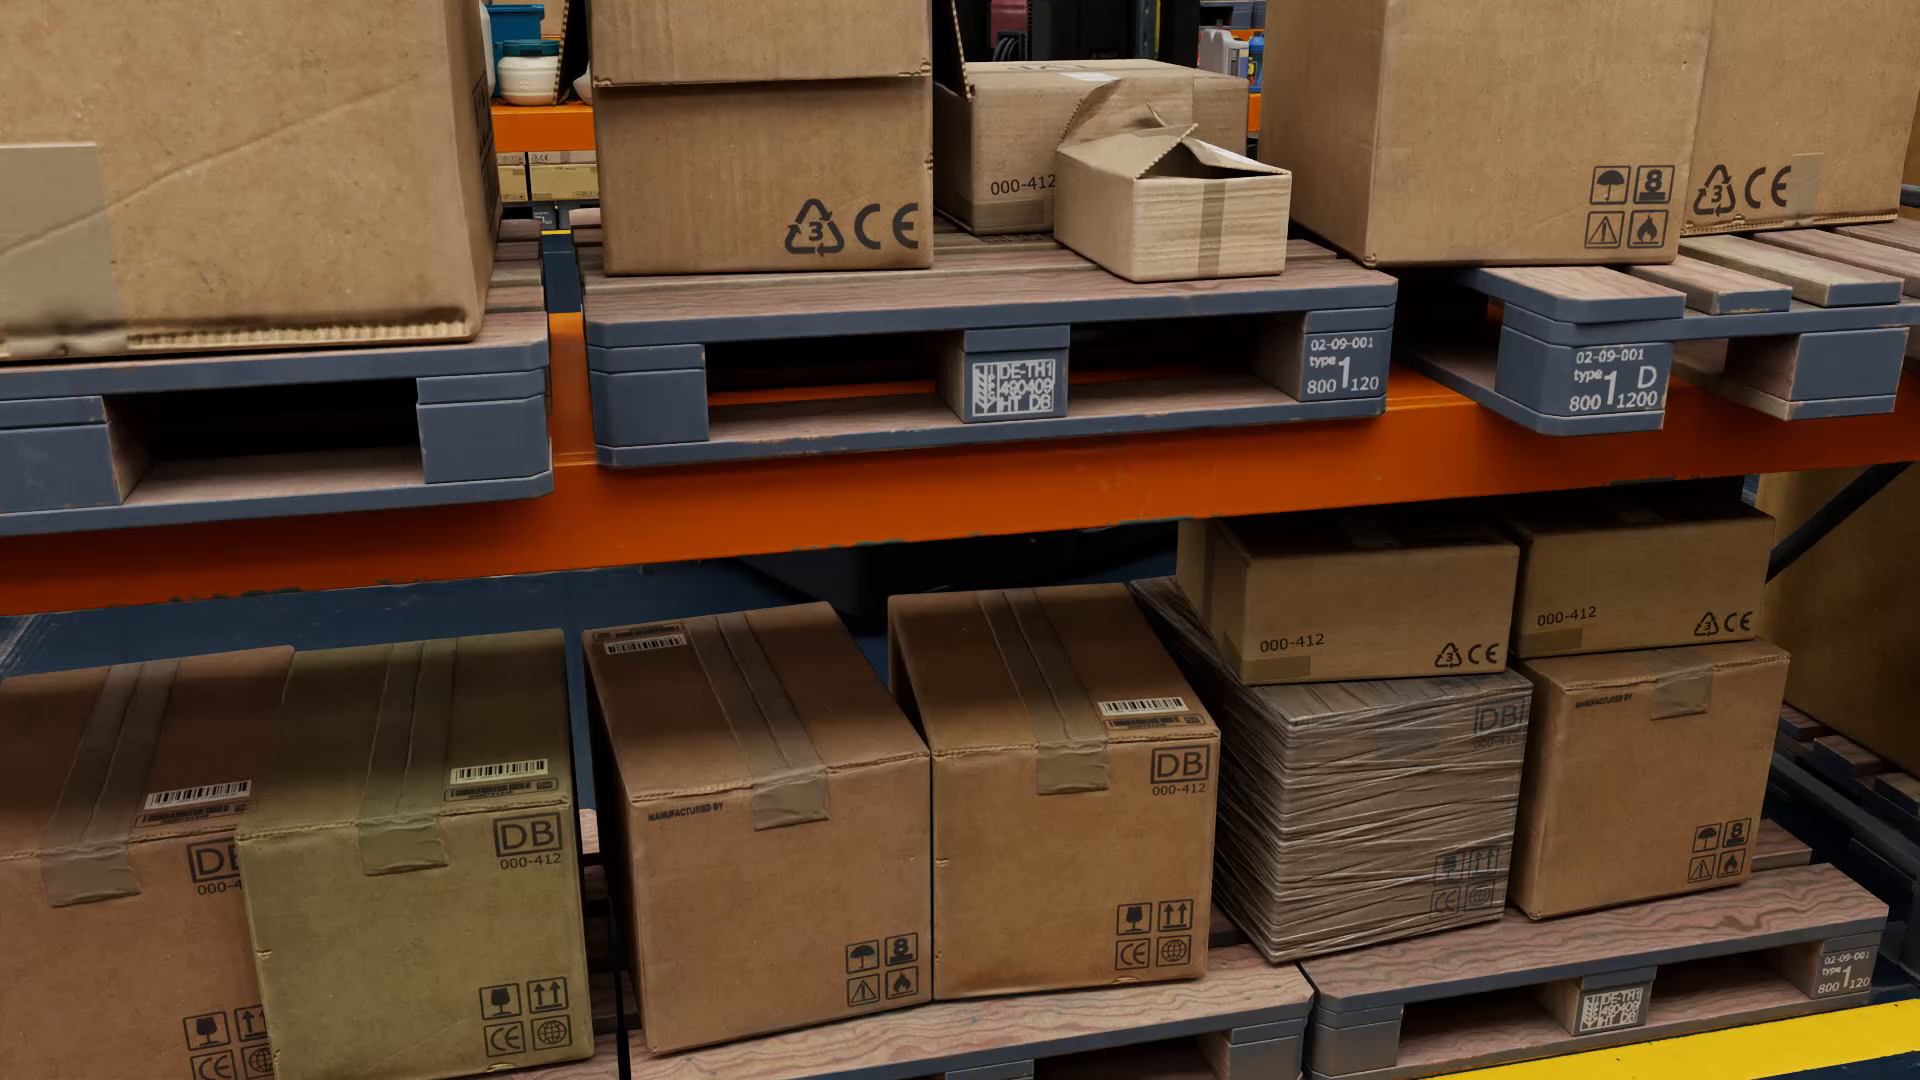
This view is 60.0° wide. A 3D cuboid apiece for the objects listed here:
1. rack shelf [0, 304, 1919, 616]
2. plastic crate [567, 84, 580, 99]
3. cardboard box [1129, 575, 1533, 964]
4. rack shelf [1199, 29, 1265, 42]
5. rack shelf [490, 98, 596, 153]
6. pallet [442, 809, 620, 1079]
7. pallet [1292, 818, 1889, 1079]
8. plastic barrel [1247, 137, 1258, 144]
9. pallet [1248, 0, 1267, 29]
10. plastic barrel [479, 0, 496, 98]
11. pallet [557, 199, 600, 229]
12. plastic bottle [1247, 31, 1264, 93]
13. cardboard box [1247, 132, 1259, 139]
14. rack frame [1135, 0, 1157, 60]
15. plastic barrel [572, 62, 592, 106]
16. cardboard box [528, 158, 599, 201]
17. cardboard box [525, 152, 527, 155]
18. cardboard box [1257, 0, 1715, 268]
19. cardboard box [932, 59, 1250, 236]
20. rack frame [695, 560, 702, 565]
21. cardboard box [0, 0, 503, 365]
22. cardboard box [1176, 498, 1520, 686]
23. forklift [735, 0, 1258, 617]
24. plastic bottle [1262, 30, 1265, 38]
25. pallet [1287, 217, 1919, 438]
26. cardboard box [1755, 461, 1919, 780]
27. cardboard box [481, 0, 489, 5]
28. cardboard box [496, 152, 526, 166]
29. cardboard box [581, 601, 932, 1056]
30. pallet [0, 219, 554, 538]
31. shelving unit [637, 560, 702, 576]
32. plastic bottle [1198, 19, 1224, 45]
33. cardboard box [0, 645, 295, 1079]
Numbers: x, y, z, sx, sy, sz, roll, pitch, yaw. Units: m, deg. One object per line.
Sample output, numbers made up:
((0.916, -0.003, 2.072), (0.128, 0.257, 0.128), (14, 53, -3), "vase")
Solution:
((-0.063, -0.174, 2.973), (4.000, 0.370, 1.077), (-5, 21, -12), "rack shelf")
((-1.519, -2.144, 7.614), (0.662, 0.188, 0.450), (-5, 21, -12), "plastic crate")
((0.699, 0.405, 3.341), (0.500, 0.500, 0.700), (-6, 21, -17), "cardboard box")
((1.554, -3.806, 12.891), (4.000, 0.370, 1.077), (-5, 21, -12), "rack shelf")
((-1.203, -1.831, 7.499), (4.000, 0.370, 1.077), (-5, 21, -12), "rack shelf")
((-1.252, 0.894, 3.067), (1.213, 0.211, 1.003), (-5, 21, -12), "pallet")
((1.122, 0.701, 3.594), (1.213, 0.211, 1.003), (-5, 21, -12), "pallet")
((1.216, -1.550, 8.230), (0.708, 0.830, 0.600), (-5, 21, -12), "plastic barrel")
((2.697, -4.186, 13.159), (1.213, 0.211, 1.003), (-5, 21, -12), "pallet")
((-2.168, -2.077, 6.926), (0.433, 0.535, 0.433), (0, 20, 0), "plastic barrel")
((-2.388, -2.529, 12.412), (1.213, 0.211, 1.003), (-5, 21, -12), "pallet")
((1.358, -2.193, 7.628), (0.097, 0.271, 0.097), (0, 20, 0), "plastic bottle")
((2.115, -3.125, 12.978), (0.500, 0.500, 0.500), (-4, 21, -12), "cardboard box")
((0.744, -2.328, 7.808), (0.127, 3.000, 1.000), (-5, 21, -12), "rack frame")
((-1.454, -2.135, 7.085), (0.433, 0.535, 0.433), (0, 20, 0), "plastic barrel")
((-2.835, -2.606, 11.956), (0.500, 0.250, 0.500), (-5, 21, -14), "cardboard box")
((-3.452, -3.010, 12.242), (0.500, 0.311, 0.500), (-4, 21, -11), "cardboard box")
((0.847, -0.780, 2.827), (0.500, 0.500, 0.700), (-2, 20, -4), "cardboard box")
((0.199, -0.741, 3.083), (0.500, 0.250, 0.500), (-5, 21, -14), "cardboard box")
((-0.933, -0.375, 5.529), (0.006, 0.900, 0.240), (-12, 23, -29), "rack frame")
((-1.204, -0.848, 2.286), (1.000, 1.000, 1.000), (-5, 21, -12), "cardboard box")
((0.724, 0.054, 3.211), (0.500, 0.250, 0.500), (-2, 20, -6), "cardboard box")
((0.550, -1.533, 5.738), (3.031, 2.935, 1.130), (-16, 25, -37), "forklift")
((1.570, -2.479, 8.407), (0.097, 0.271, 0.097), (0, 20, 0), "plastic bottle")
((1.214, -0.488, 3.063), (1.003, 0.211, 1.213), (-5, 21, -12), "pallet")
((2.560, 0.083, 3.705), (0.875, 0.875, 1.225), (-6, 21, -15), "cardboard box")
((-3.472, -3.737, 11.851), (0.258, 0.266, 0.396), (-5, 21, -14), "cardboard box")
((-3.337, -2.826, 11.740), (0.500, 0.311, 0.500), (-5, 21, -13), "cardboard box")
((-0.394, 0.497, 3.092), (0.500, 0.500, 0.700), (-6, 21, -17), "cardboard box")
((-1.232, -0.275, 2.483), (1.213, 0.211, 1.003), (-5, 21, -12), "pallet")
((-1.020, -0.357, 5.480), (0.210, 0.900, 0.258), (-12, 23, -29), "shelving unit")
((1.264, -2.466, 8.355), (0.133, 0.283, 0.061), (-5, 21, -12), "plastic bottle")
((-1.407, 0.573, 2.885), (0.500, 0.500, 0.700), (-6, 21, -17), "cardboard box")
